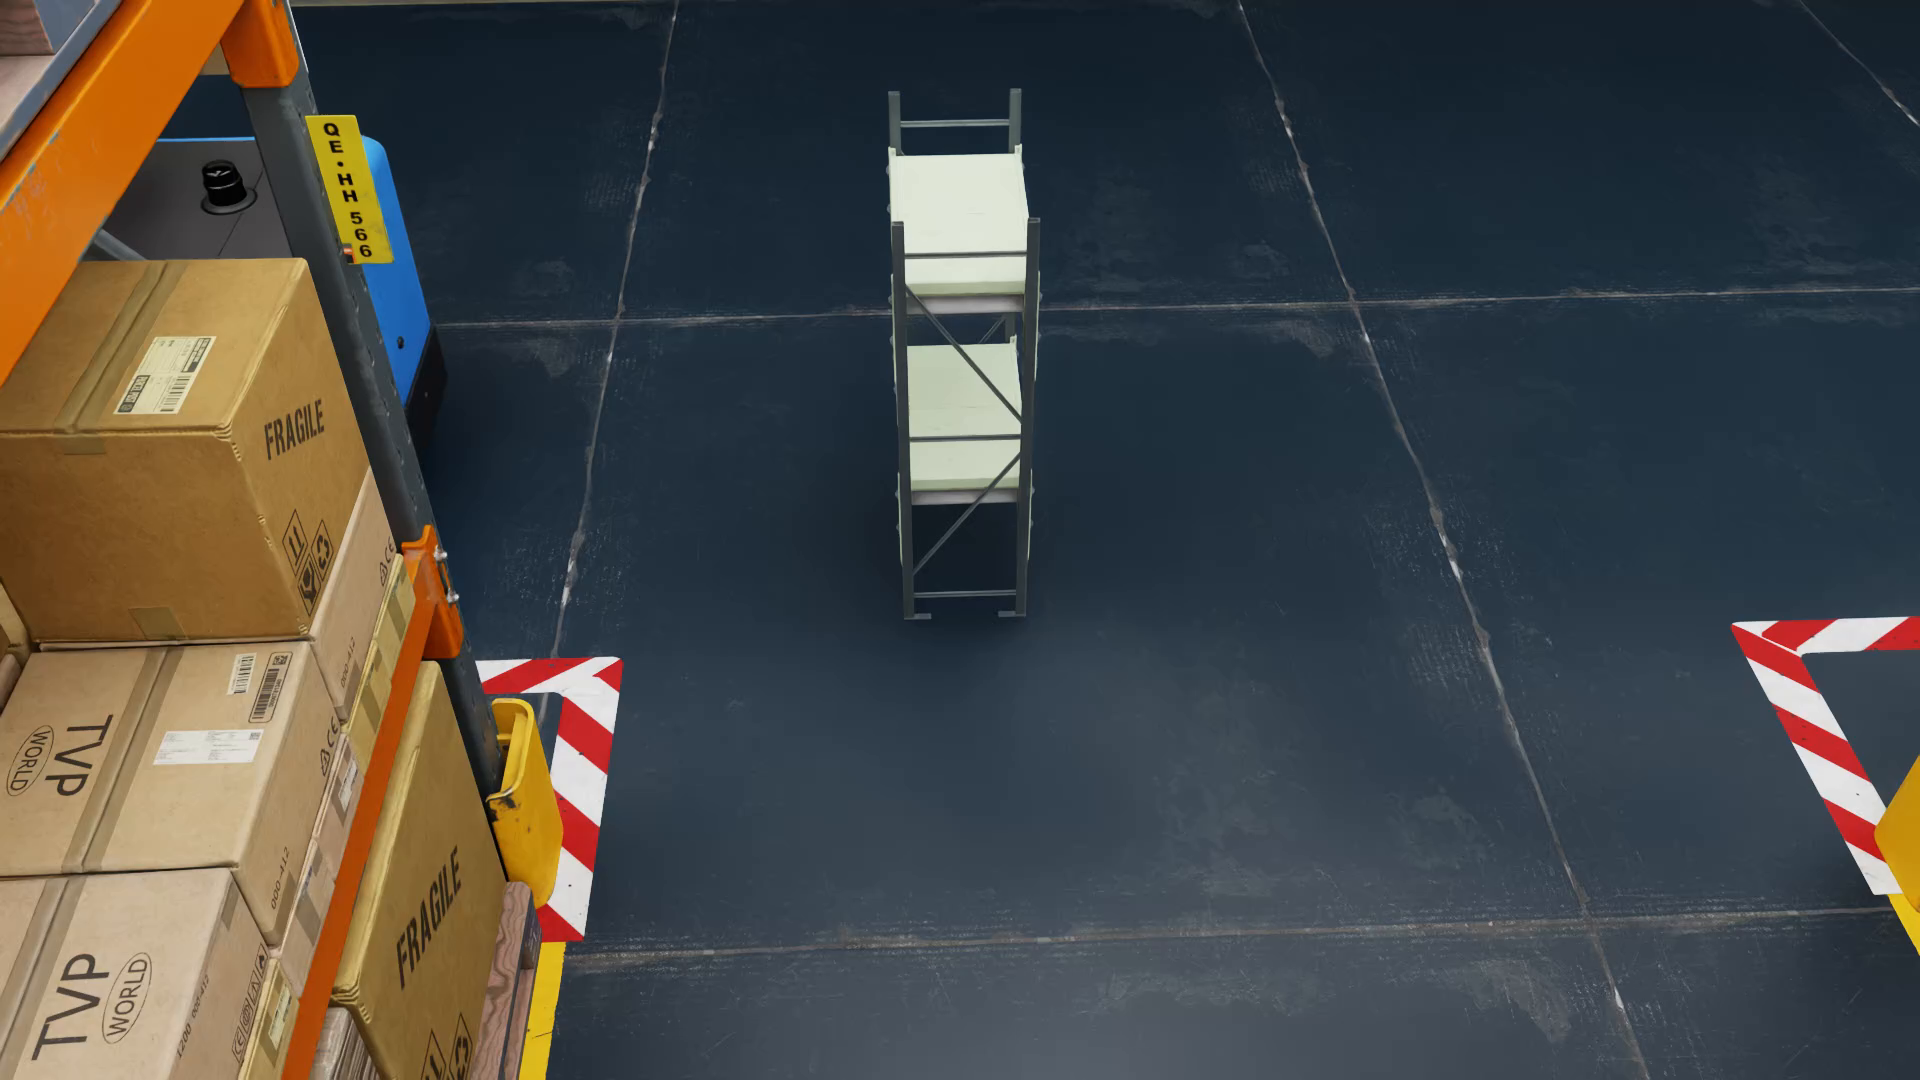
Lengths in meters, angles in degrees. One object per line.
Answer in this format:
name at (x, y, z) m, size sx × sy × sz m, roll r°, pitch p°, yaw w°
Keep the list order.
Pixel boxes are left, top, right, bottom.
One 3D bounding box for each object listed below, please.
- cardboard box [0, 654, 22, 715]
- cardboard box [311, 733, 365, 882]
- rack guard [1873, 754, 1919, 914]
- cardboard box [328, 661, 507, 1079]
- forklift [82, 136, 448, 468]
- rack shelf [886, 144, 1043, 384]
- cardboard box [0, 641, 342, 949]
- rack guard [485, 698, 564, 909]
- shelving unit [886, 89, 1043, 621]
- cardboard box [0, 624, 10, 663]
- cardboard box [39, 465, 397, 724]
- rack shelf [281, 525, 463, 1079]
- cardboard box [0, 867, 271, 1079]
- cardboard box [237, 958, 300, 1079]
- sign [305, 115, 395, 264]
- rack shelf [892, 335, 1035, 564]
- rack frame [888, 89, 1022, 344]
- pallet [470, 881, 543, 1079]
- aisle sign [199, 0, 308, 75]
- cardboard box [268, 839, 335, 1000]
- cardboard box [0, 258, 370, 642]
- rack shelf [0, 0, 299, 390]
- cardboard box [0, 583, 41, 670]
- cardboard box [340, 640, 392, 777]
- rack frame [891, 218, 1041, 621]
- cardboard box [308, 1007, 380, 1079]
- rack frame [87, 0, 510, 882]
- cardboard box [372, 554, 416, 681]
cardboard box at (-1.952, 0.471, 2.907) m, size 0.500 × 0.250 × 0.500 m, roll -2°, pitch 43°, yaw -2°
cardboard box at (-1.365, 0.512, 3.157) m, size 0.380 × 0.149 × 0.250 m, roll -2°, pitch 43°, yaw -2°
rack guard at (3.232, 0.742, 4.571) m, size 1.175 × 0.500 × 0.348 m, roll -2°, pitch 43°, yaw -2°
cardboard box at (-1.624, 0.901, 3.809) m, size 0.875 × 0.875 × 0.875 m, roll -2°, pitch 43°, yaw -2°
forklift at (-3.439, -1.310, 5.011) m, size 3.031 × 2.935 × 1.130 m, roll -2°, pitch 43°, yaw -2°
rack shelf at (0.000, -0.836, 4.975) m, size 0.431 × 0.370 × 0.720 m, roll -2°, pitch 43°, yaw -2°
cardboard box at (-1.424, 0.451, 2.929) m, size 0.500 × 0.250 × 0.500 m, roll -2°, pitch 43°, yaw -3°
rack guard at (-1.732, 0.748, 4.564) m, size 1.175 × 0.500 × 0.348 m, roll -2°, pitch 43°, yaw -2°
shelving unit at (0.000, -0.548, 5.238) m, size 0.431 × 1.500 × 0.755 m, roll -2°, pitch 43°, yaw -2°
cardboard box at (-1.959, 0.181, 2.668) m, size 0.500 × 0.500 × 0.500 m, roll -3°, pitch 43°, yaw -3°
cardboard box at (-1.445, 0.108, 3.303) m, size 0.500 × 0.250 × 0.500 m, roll -2°, pitch 43°, yaw -2°
rack shelf at (-1.646, 1.458, 2.472) m, size 1.077 × 0.370 × 4.000 m, roll -2°, pitch 43°, yaw -2°
cardboard box at (-1.403, 0.794, 2.555) m, size 0.500 × 0.250 × 0.500 m, roll -3°, pitch 43°, yaw -3°
cardboard box at (-1.342, 0.856, 2.782) m, size 0.380 × 0.149 × 0.250 m, roll -3°, pitch 43°, yaw -3°
sign at (-1.188, -0.677, 3.237) m, size 0.100 × 0.325 × 0.005 m, roll -2°, pitch 43°, yaw -2°
rack shelf at (0.000, -0.308, 5.459) m, size 0.431 × 0.370 × 0.720 m, roll -2°, pitch 43°, yaw -2°
rack frame at (-0.015, -0.795, 5.508) m, size 0.400 × 1.500 × 0.023 m, roll -2°, pitch 43°, yaw -2°
pallet at (-1.619, 1.408, 4.057) m, size 1.003 × 0.211 × 1.213 m, roll -2°, pitch 43°, yaw -2°
aisle sign at (-1.434, -1.173, 2.885) m, size 0.394 × 0.787 × 0.004 m, roll -2°, pitch 43°, yaw -2°
cardboard box at (-1.355, 0.681, 2.973) m, size 0.380 × 0.149 × 0.250 m, roll -1°, pitch 43°, yaw -1°
cardboard box at (-1.448, -0.167, 3.048) m, size 0.500 × 0.500 × 0.500 m, roll -1°, pitch 43°, yaw -1°
rack shelf at (-1.646, 0.353, 1.458) m, size 1.077 × 0.370 × 4.000 m, roll -2°, pitch 43°, yaw -2°
cardboard box at (-1.980, 0.120, 3.290) m, size 0.500 × 0.250 × 0.500 m, roll -3°, pitch 43°, yaw -3°
cardboard box at (-1.374, 0.342, 3.343) m, size 0.380 × 0.149 × 0.250 m, roll -1°, pitch 43°, yaw -1°
rack frame at (0.016, -0.301, 4.969) m, size 0.400 × 1.500 × 0.023 m, roll -2°, pitch 43°, yaw -2°
cardboard box at (-1.585, 1.515, 3.138) m, size 0.875 × 0.875 × 0.875 m, roll -2°, pitch 43°, yaw -2°
rack frame at (-1.731, -0.157, 3.702) m, size 1.000 × 3.000 × 0.127 m, roll -2°, pitch 43°, yaw -2°
cardboard box at (-1.387, 0.166, 3.534) m, size 0.380 × 0.149 × 0.250 m, roll -1°, pitch 43°, yaw -1°
